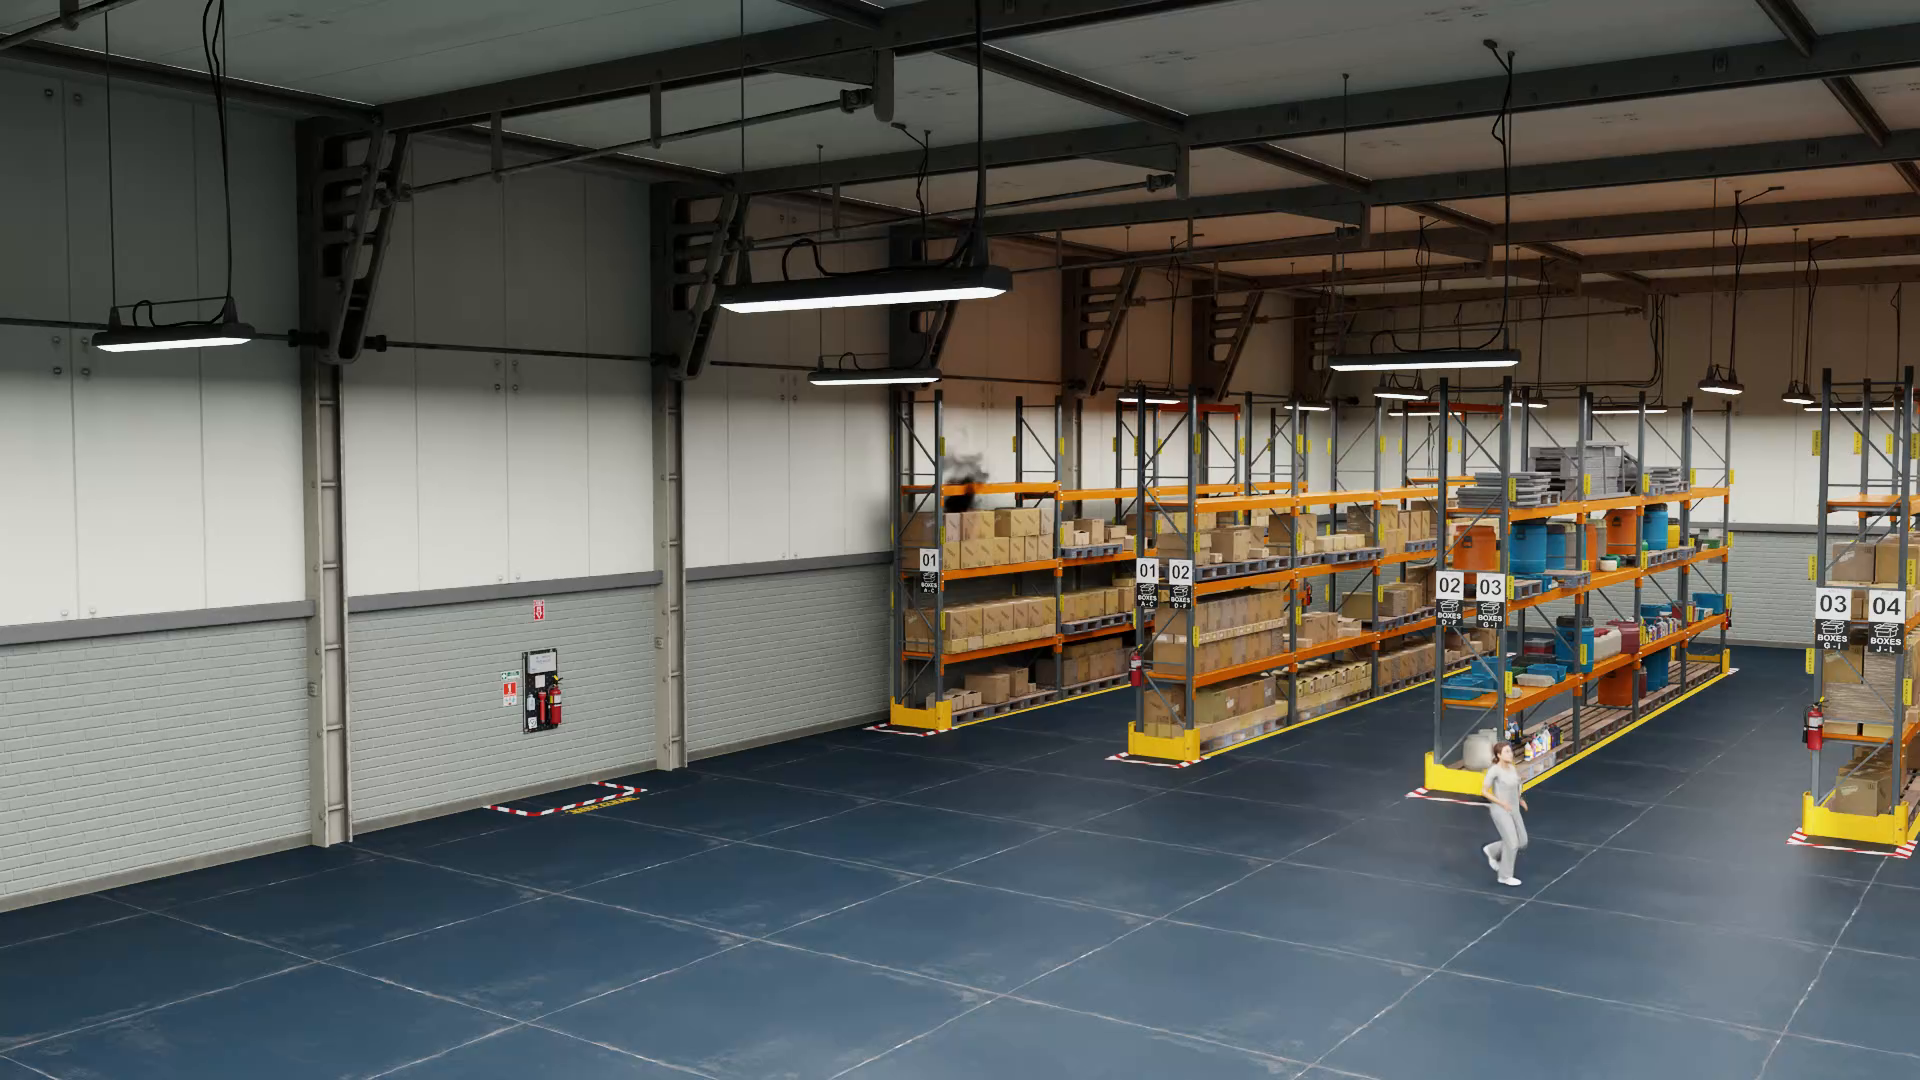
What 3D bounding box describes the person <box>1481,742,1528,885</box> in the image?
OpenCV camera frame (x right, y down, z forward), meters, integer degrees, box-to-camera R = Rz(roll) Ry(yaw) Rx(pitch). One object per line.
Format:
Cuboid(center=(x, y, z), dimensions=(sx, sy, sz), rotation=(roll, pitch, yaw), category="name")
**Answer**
Cuboid(center=(6.209, 3.114, 19.062), dimensions=(0.561, 1.617, 0.594), rotation=(-2, 4, -31), category="person")
